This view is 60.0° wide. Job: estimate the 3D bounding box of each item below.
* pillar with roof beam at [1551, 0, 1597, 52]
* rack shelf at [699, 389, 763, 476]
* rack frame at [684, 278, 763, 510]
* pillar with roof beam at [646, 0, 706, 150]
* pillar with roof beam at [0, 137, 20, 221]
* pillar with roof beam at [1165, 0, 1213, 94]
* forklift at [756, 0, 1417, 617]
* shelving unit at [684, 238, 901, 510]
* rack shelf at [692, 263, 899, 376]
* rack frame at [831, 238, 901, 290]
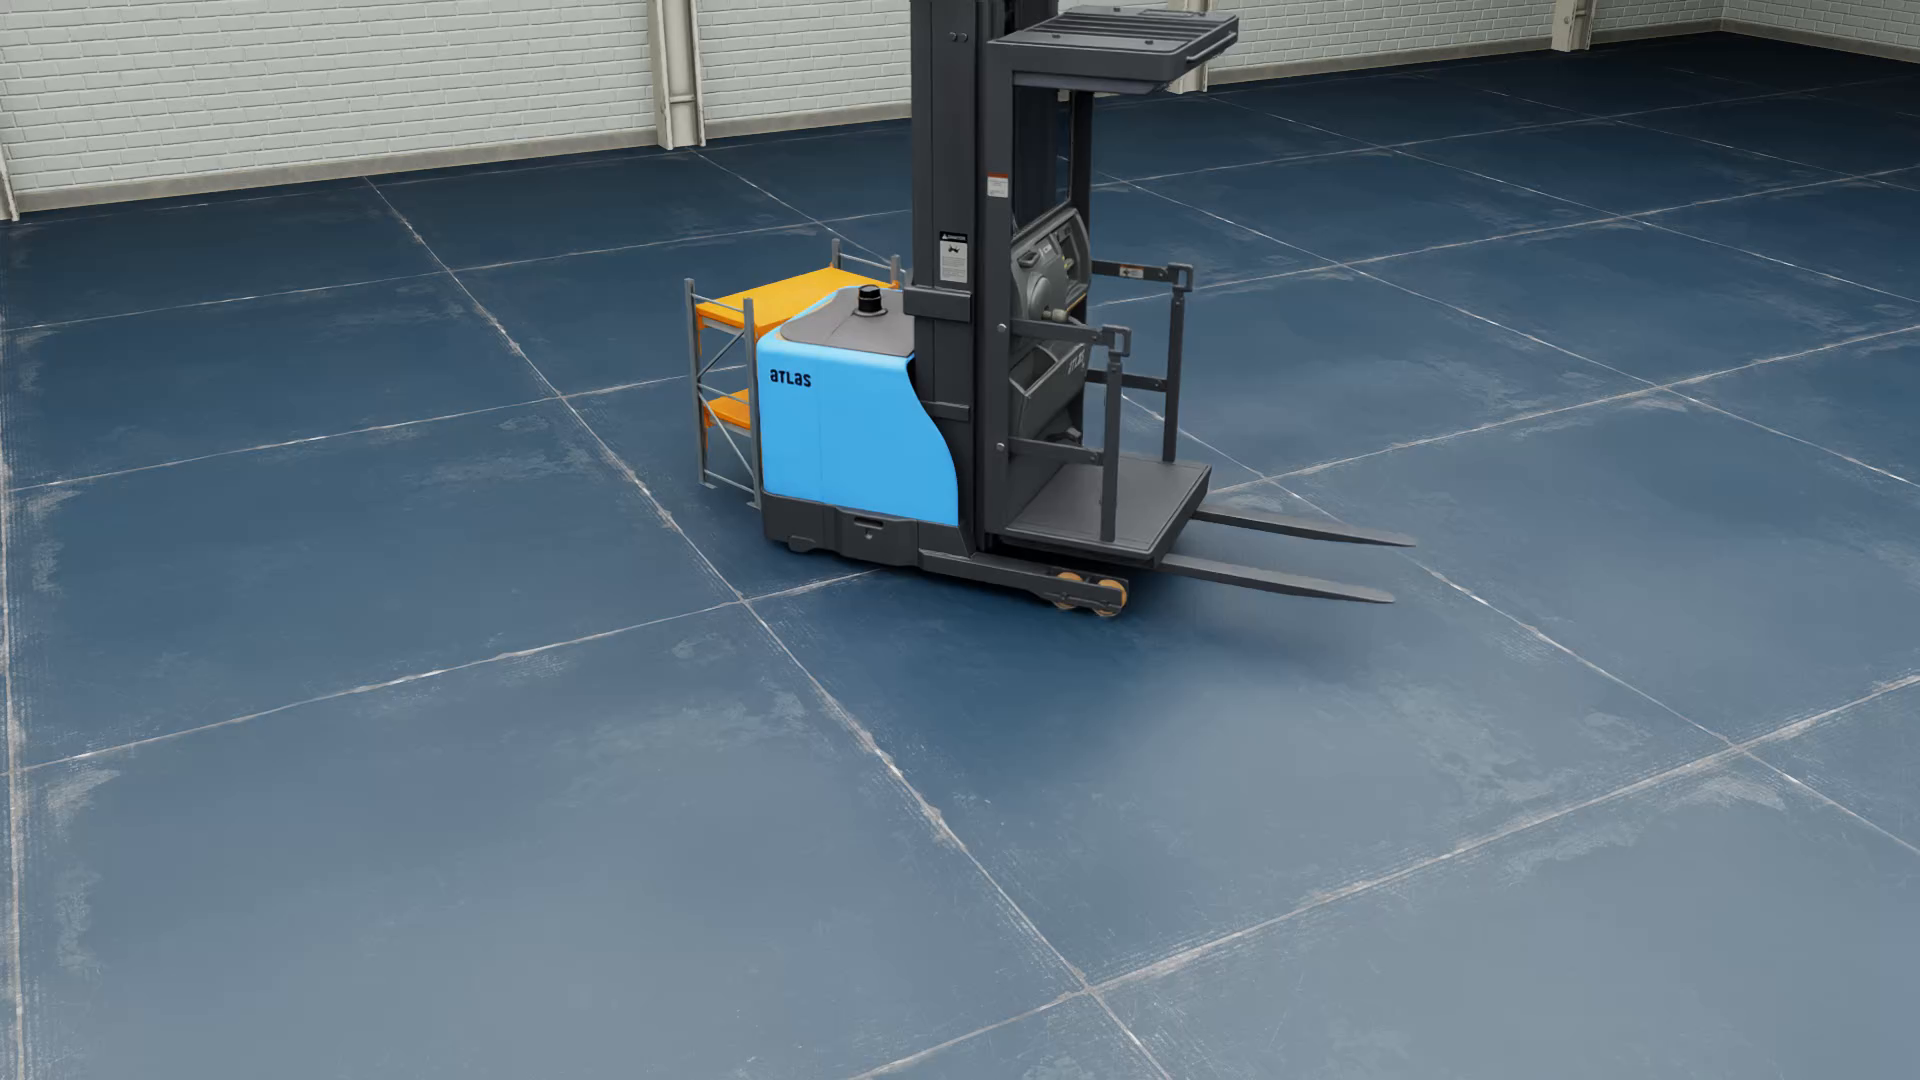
[{"bbox_3d":[9.879,-8.744,16.064,0.400,9.000,9.100,-13,29,-25],"label":"pillar with roof beam"},{"bbox_3d":[-0.854,-0.680,8.932,0.538,0.278,1.000,22,33,38],"label":"rack shelf"},{"bbox_3d":[-1.201,-0.740,8.491,0.500,1.125,0.032,22,33,38],"label":"rack frame"},{"bbox_3d":[-0.710,-6.300,10.974,0.400,9.000,9.100,-13,29,-25],"label":"pillar with roof beam"},{"bbox_3d":[-6.004,-5.078,8.429,0.400,9.000,9.100,-13,29,-25],"label":"pillar with roof beam"},{"bbox_3d":[4.584,-7.522,13.519,0.400,9.000,9.100,-13,29,-25],"label":"pillar with roof beam"},{"bbox_3d":[0.600,-1.234,7.433,3.031,2.935,1.130,10,27,20],"label":"forklift"},{"bbox_3d":[-0.854,-0.901,8.826,0.538,1.125,1.048,22,33,38],"label":"shelving unit"},{"bbox_3d":[-0.854,-1.165,8.700,0.538,0.278,1.000,22,33,38],"label":"rack shelf"},{"bbox_3d":[-0.508,-1.062,9.162,0.500,1.125,0.032,22,33,38],"label":"rack frame"}]
